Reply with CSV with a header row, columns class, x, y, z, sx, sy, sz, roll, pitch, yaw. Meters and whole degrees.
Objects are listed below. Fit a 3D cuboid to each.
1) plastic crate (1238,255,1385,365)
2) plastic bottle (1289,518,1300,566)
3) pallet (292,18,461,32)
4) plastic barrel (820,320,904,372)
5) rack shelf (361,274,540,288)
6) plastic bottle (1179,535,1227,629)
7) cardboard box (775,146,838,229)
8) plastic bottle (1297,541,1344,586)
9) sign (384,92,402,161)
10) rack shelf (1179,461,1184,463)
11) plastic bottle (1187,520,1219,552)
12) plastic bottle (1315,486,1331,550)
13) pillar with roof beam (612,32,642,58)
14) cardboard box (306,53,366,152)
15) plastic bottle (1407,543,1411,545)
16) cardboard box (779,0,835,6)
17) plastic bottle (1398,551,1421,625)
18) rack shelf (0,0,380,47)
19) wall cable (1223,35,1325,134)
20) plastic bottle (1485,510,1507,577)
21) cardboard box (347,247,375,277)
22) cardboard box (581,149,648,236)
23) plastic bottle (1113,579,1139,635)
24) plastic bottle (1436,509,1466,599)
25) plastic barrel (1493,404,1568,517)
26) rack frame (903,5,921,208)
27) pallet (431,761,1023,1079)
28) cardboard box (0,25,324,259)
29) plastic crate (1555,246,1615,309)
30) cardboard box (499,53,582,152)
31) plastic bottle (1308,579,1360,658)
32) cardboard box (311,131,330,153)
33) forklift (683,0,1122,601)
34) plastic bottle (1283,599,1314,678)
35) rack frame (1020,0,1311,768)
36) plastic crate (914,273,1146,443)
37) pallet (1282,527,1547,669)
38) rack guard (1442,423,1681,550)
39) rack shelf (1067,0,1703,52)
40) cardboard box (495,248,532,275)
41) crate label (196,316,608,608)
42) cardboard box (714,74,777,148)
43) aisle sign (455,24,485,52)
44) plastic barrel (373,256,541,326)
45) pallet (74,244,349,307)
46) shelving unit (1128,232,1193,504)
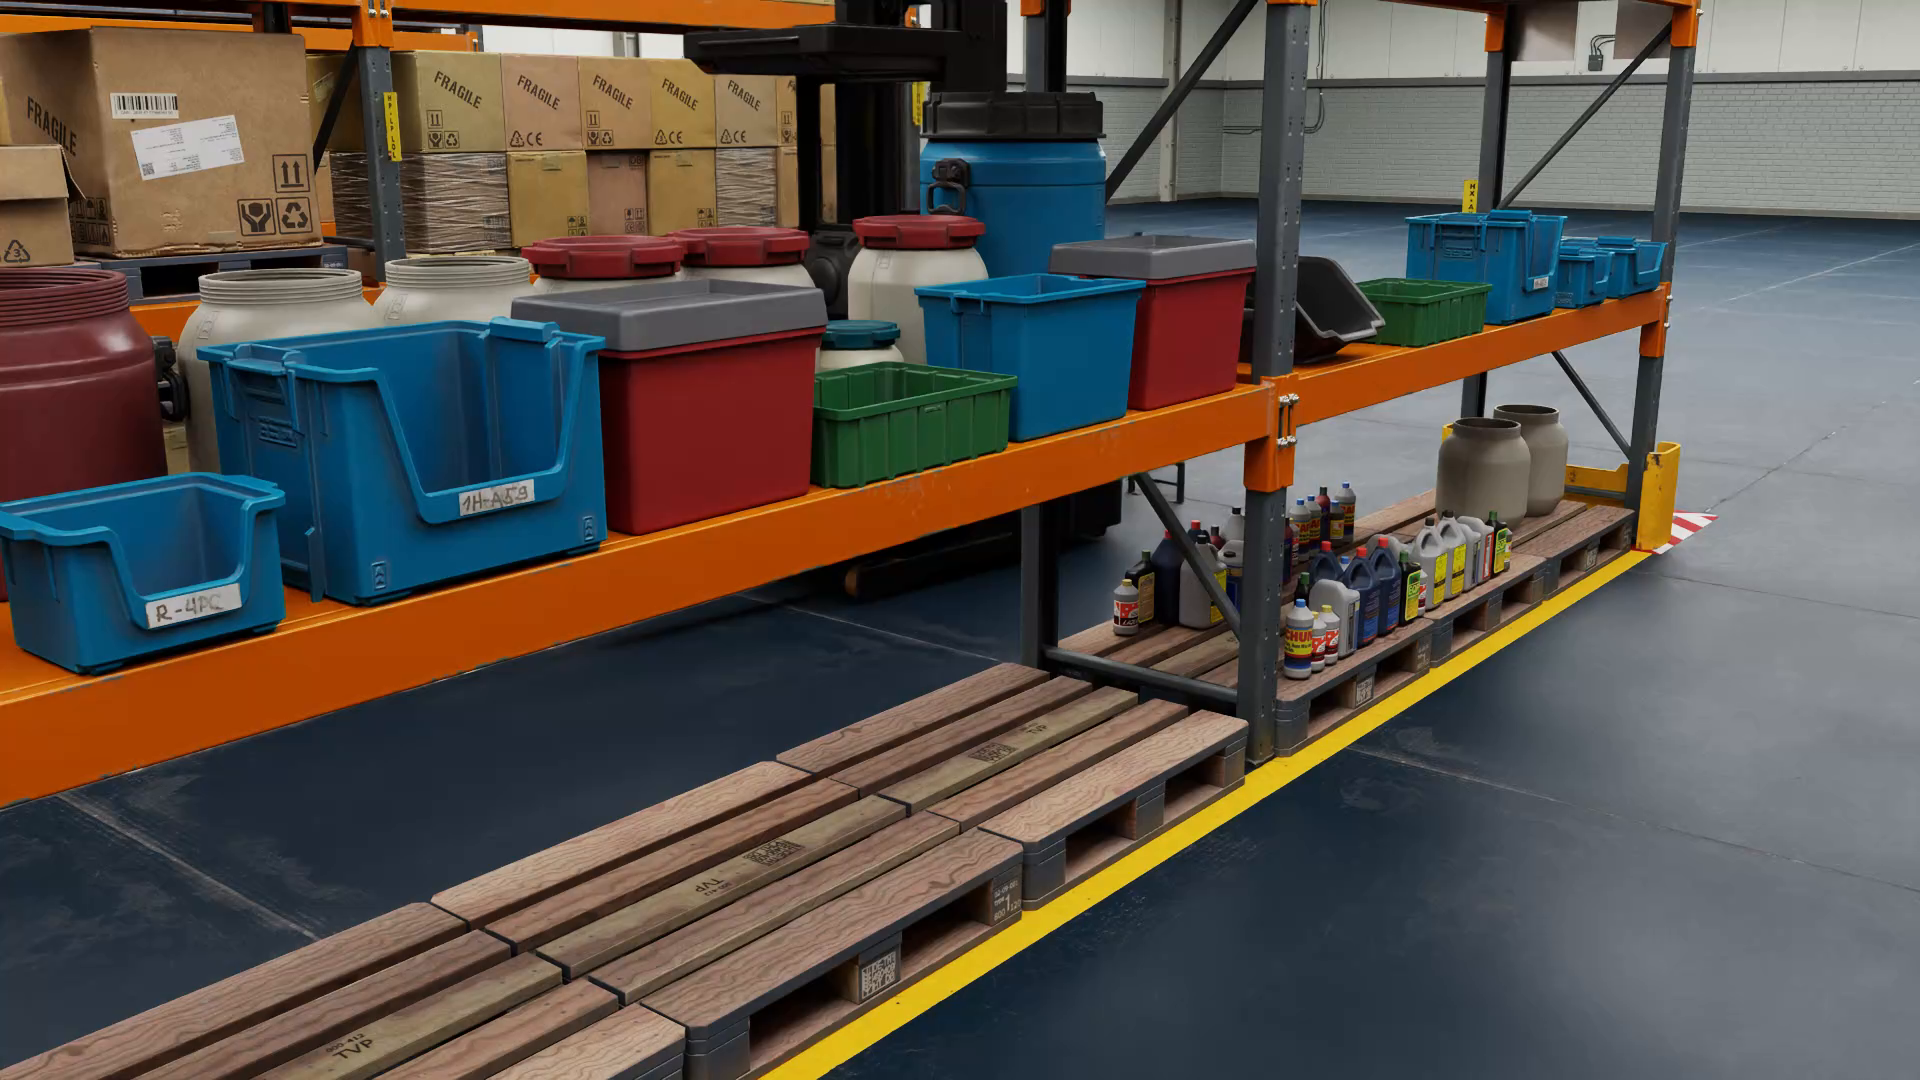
class,x,y,z,sx,sy,sz,roll,pitch,yaw
plastic crate,1.076,-0.825,5.905,0.767,0.338,0.504,11,18,38
plastic bottle,1.440,0.005,7.300,0.097,0.201,0.097,0,14,0
pallet,-4.943,-4.361,13.786,1.003,0.211,1.213,11,18,38
plastic barrel,-0.303,-0.478,4.693,0.301,0.262,0.301,0,14,0
rack shelf,-1.947,-1.575,10.193,1.077,0.370,4.000,11,18,38
plastic bottle,0.941,0.150,6.425,0.144,0.351,0.185,11,18,38
cardboard box,-1.278,-2.284,10.716,0.875,0.500,0.500,11,18,38
plastic bottle,1.366,0.183,6.295,0.144,0.351,0.185,11,18,38
sign,-2.771,-2.017,8.119,0.100,0.325,0.005,11,18,38
rack shelf,0.858,-0.591,9.226,0.720,0.370,0.431,-13,19,-41
plastic bottle,0.949,0.091,6.658,0.144,0.351,0.185,10,17,35
plastic bottle,1.624,-0.098,7.539,0.061,0.283,0.133,12,18,38
pillar with roof beam,-2.510,-9.154,26.379,9.100,9.000,0.400,11,18,38
cardboard box,-3.136,-2.347,8.932,0.500,0.500,0.500,11,18,38
plastic bottle,1.859,0.115,6.869,0.097,0.201,0.097,0,14,0
cardboard box,-1.107,-3.461,10.365,0.500,0.250,0.500,11,18,38
plastic bottle,1.733,0.177,6.457,0.061,0.283,0.133,12,19,40
rack shelf,-4.461,-2.263,6.809,1.077,0.370,4.000,11,18,38
wall cable,8.335,-12.122,44.369,3.097,2.526,0.112,11,18,38
plastic bottle,2.289,0.007,7.125,0.061,0.283,0.133,12,18,39
cardboard box,-3.298,-1.506,8.969,0.380,0.149,0.250,11,18,38
cardboard box,-2.296,-2.012,9.643,0.875,0.500,0.500,11,18,38
plastic bottle,0.634,0.251,6.334,0.097,0.201,0.097,0,14,0
plastic bottle,1.981,0.053,6.811,0.144,0.351,0.185,12,19,40
plastic barrel,2.808,-0.401,8.307,0.421,0.512,0.421,0,14,0
rack frame,-0.690,-2.307,11.612,1.000,3.000,0.127,11,18,38
pallet,-0.582,0.968,4.384,1.003,0.211,1.213,11,18,38
cardboard box,-3.813,-1.905,7.958,1.000,1.000,1.000,11,18,38
plastic crate,2.668,-1.203,7.568,0.499,0.251,0.408,11,18,38
cardboard box,-2.411,-2.361,8.987,0.500,0.500,0.500,11,18,38
plastic bottle,1.371,0.273,6.095,0.152,0.276,0.135,12,19,40
cardboard box,-5.480,-3.419,13.492,0.875,0.550,0.550,11,18,38
forklift,-0.575,-1.288,7.742,3.031,2.935,1.130,-13,19,-41
plastic bottle,1.189,0.341,5.835,0.097,0.271,0.097,0,14,0
rack frame,0.648,-0.775,5.580,1.000,3.000,0.127,11,18,38
plastic crate,0.197,-0.507,4.561,0.392,0.384,0.575,11,18,38
pallet,1.869,0.220,7.328,1.003,0.211,1.213,11,18,38
rack guard,3.151,-0.307,8.817,1.175,0.500,0.348,11,18,38
rack shelf,1.905,-2.263,6.807,1.077,0.370,4.000,11,18,38
cardboard box,-2.533,-1.512,8.993,0.380,0.149,0.250,11,18,38
crate label,-1.031,-0.174,3.144,0.502,0.435,0.616,11,18,38
cardboard box,-1.470,-2.649,10.119,0.500,0.500,0.500,11,18,38
aisle sign,-4.207,-4.321,14.261,0.394,0.787,0.004,11,18,38
plastic barrel,-1.121,-0.373,3.774,0.421,0.512,0.421,0,14,0
pallet,-3.798,-1.324,8.133,1.003,0.211,1.213,11,18,38
shelving unit,0.858,-0.907,9.146,0.755,1.500,0.431,-13,19,-41
